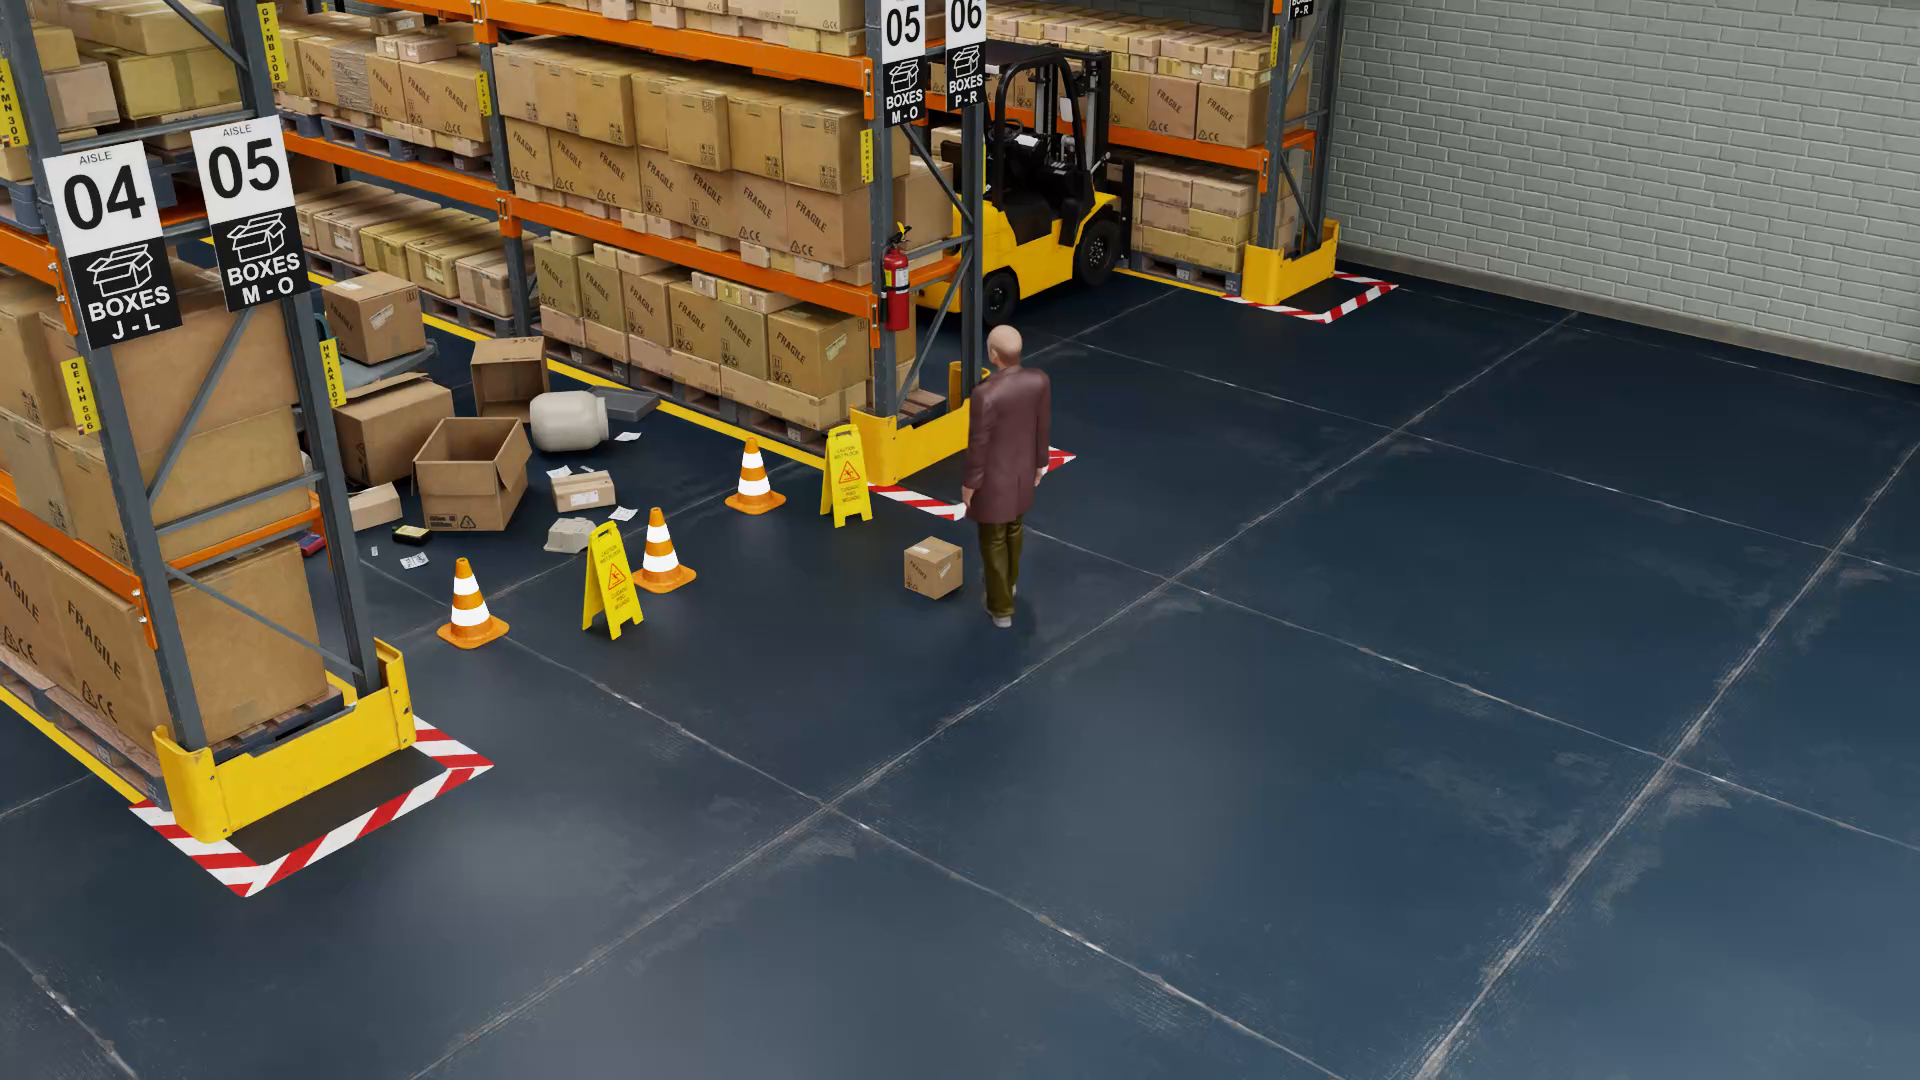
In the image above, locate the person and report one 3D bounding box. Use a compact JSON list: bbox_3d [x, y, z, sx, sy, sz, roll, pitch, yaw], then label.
[{"bbox_3d":[0.166,-0.415,9.441,0.591,1.785,0.631,-20,33,-34],"label":"person"}]
